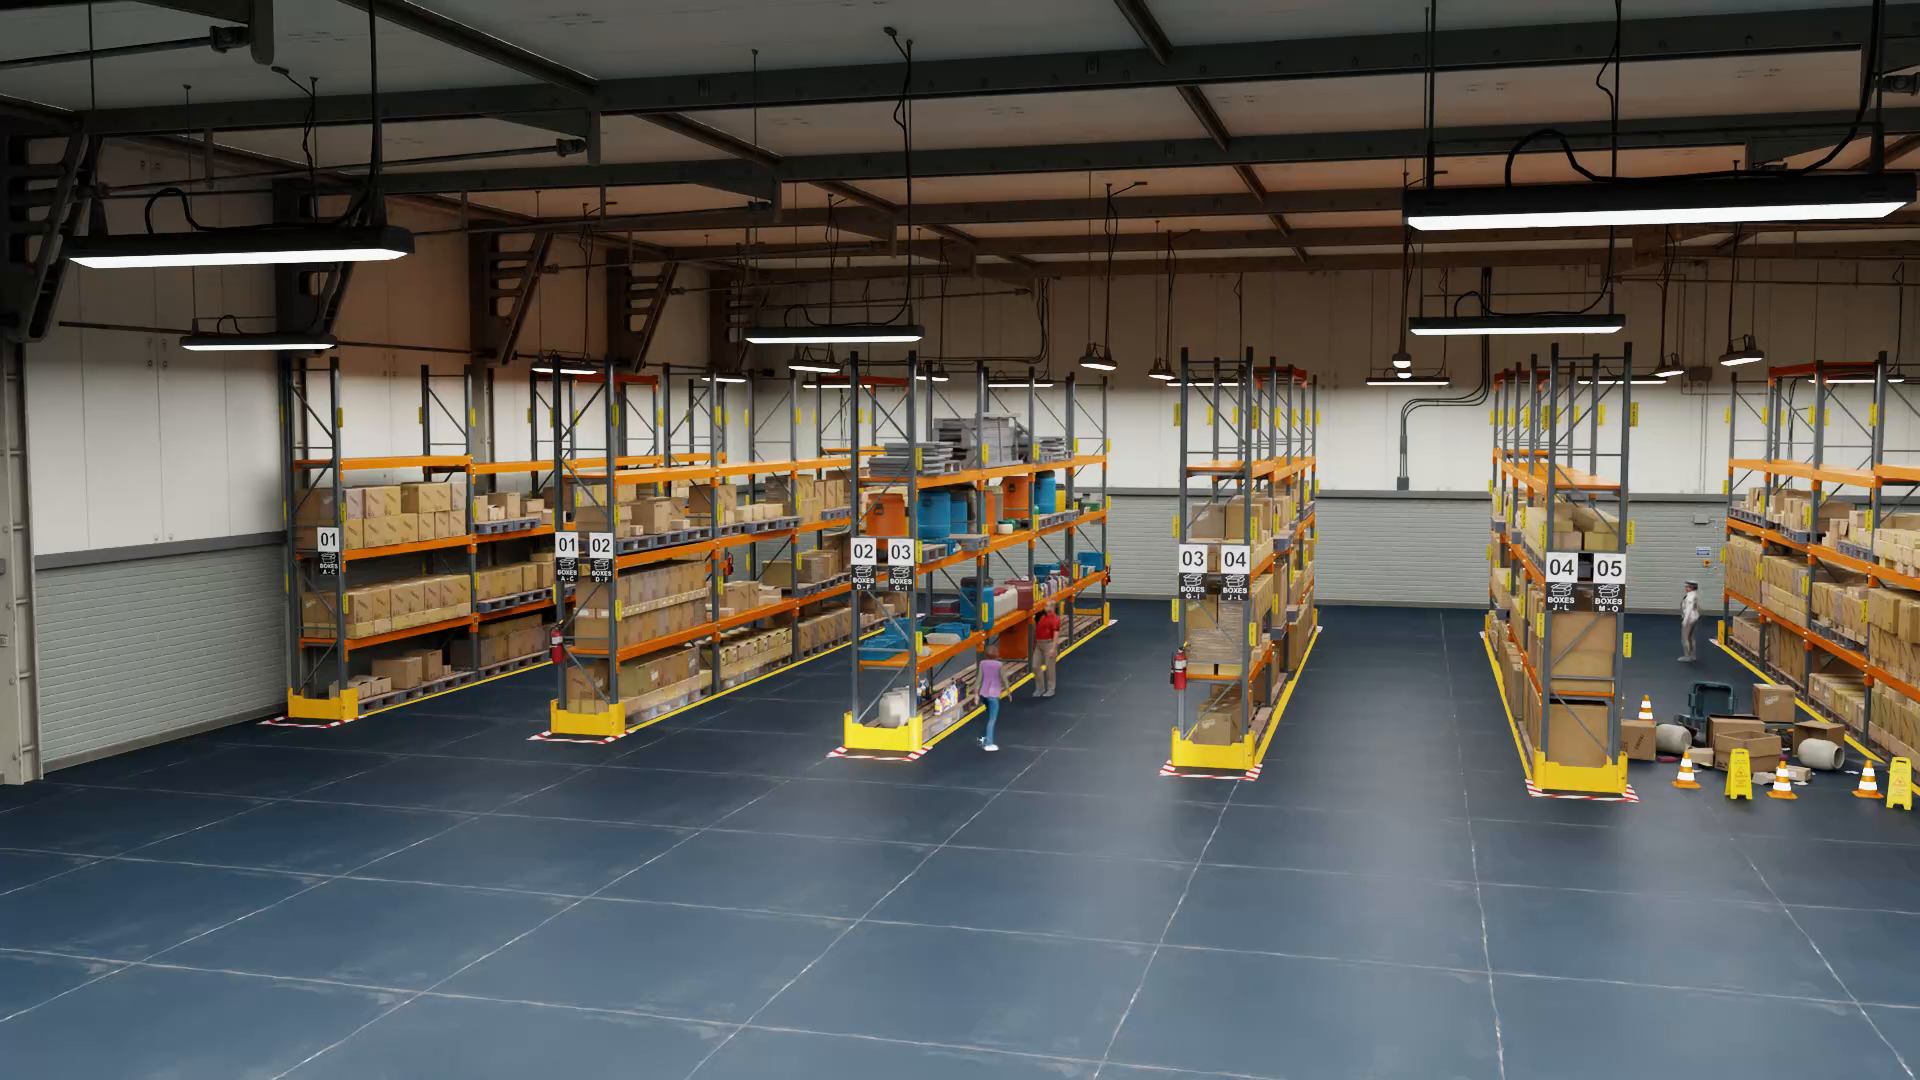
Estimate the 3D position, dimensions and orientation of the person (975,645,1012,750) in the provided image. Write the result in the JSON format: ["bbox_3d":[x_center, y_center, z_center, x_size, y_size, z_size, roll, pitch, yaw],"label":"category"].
[{"bbox_3d":[0.512,2.370,24.996,0.509,1.620,0.419,-4,6,-41],"label":"person"}]

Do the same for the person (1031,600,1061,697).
[{"bbox_3d":[1.560,1.969,29.865,0.586,1.793,0.413,4,6,44],"label":"person"}]

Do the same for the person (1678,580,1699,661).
[{"bbox_3d":[15.033,1.668,34.278,0.534,1.667,0.337,-4,6,-43],"label":"person"}]
